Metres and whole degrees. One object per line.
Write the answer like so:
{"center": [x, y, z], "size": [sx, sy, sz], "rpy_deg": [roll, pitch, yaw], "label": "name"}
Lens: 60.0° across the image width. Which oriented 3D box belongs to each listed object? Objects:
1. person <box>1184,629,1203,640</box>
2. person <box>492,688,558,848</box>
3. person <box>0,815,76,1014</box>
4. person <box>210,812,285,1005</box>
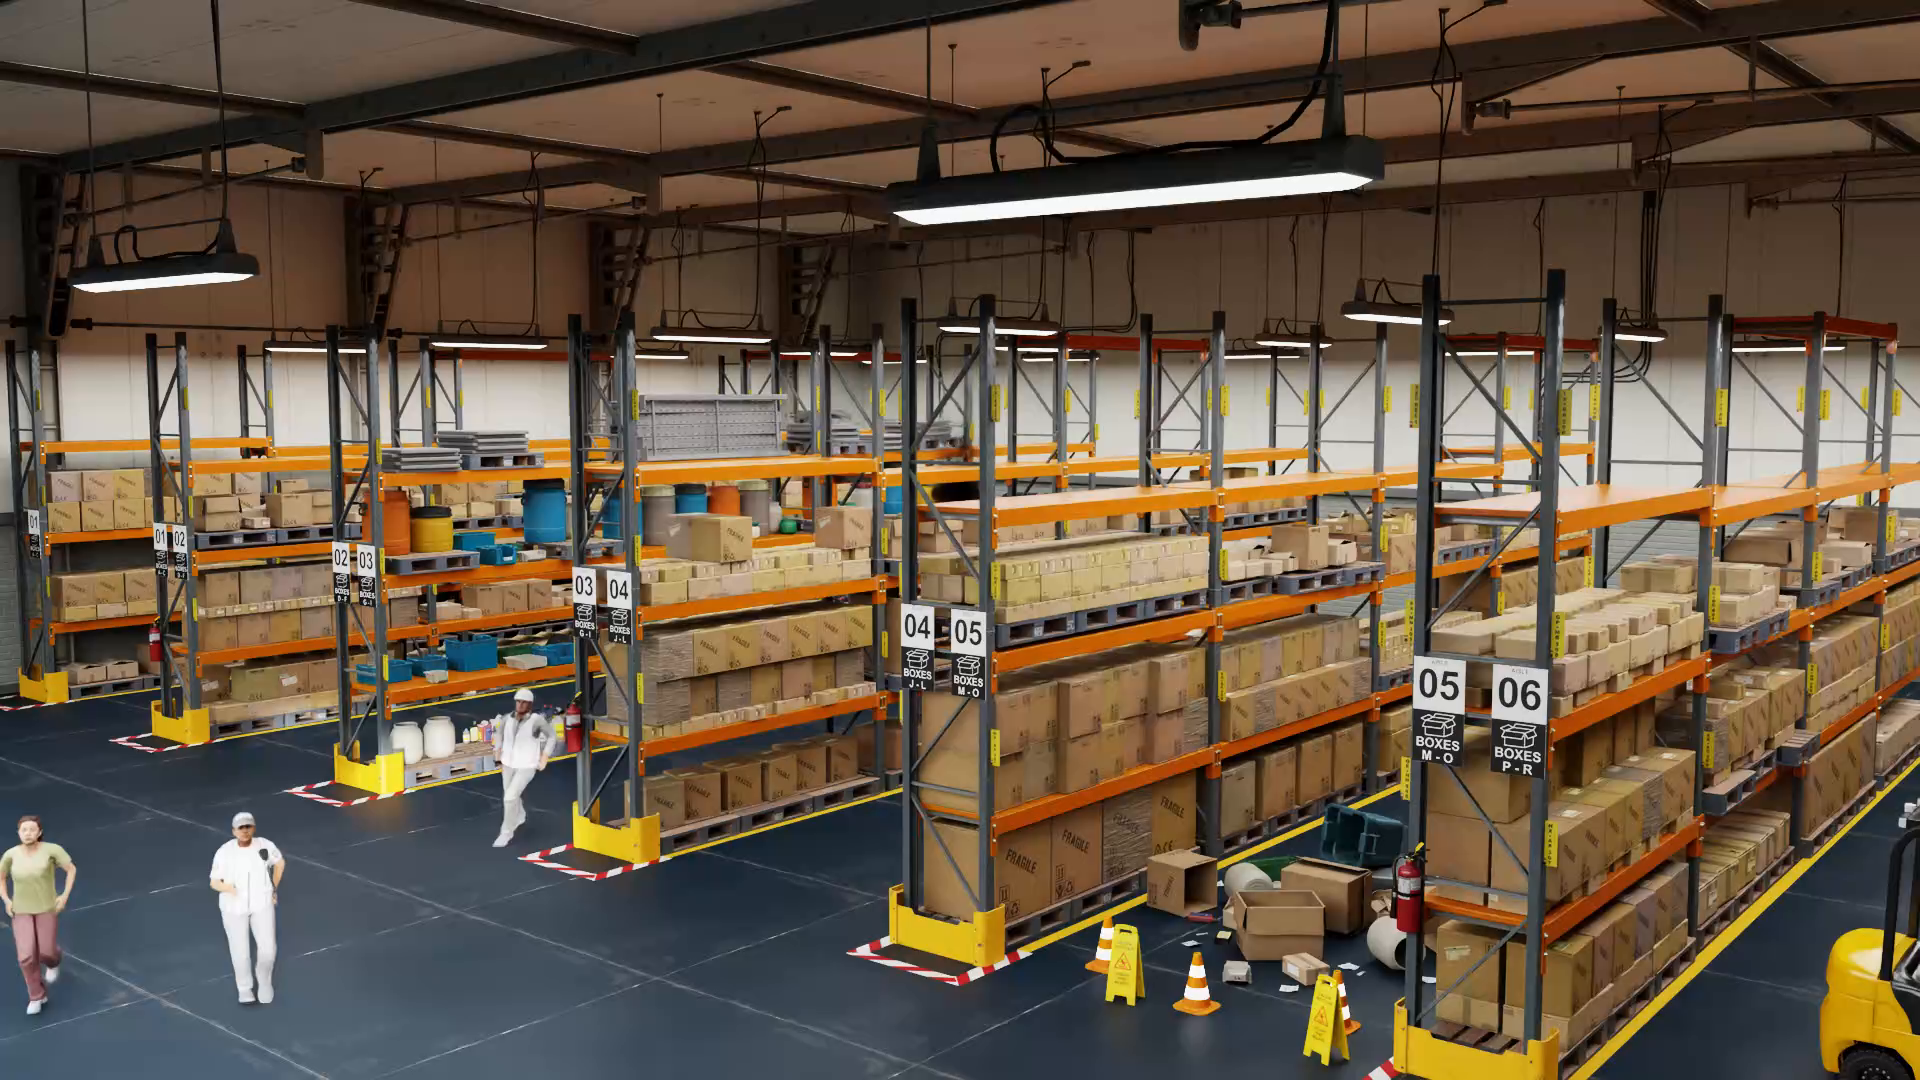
{"center": [3.083, 2.029, 21.727], "size": [0.691, 1.801, 0.843], "rpy_deg": [4, 7, 40], "label": "person"}
{"center": [-5.033, 2.589, 19.054], "size": [0.726, 1.800, 0.756], "rpy_deg": [2, 5, 20], "label": "person"}
{"center": [-7.778, 3.100, 14.014], "size": [0.605, 1.633, 0.642], "rpy_deg": [-2, 6, -22], "label": "person"}
{"center": [-5.931, 3.100, 13.895], "size": [0.588, 1.656, 0.603], "rpy_deg": [-3, 6, -26], "label": "person"}
